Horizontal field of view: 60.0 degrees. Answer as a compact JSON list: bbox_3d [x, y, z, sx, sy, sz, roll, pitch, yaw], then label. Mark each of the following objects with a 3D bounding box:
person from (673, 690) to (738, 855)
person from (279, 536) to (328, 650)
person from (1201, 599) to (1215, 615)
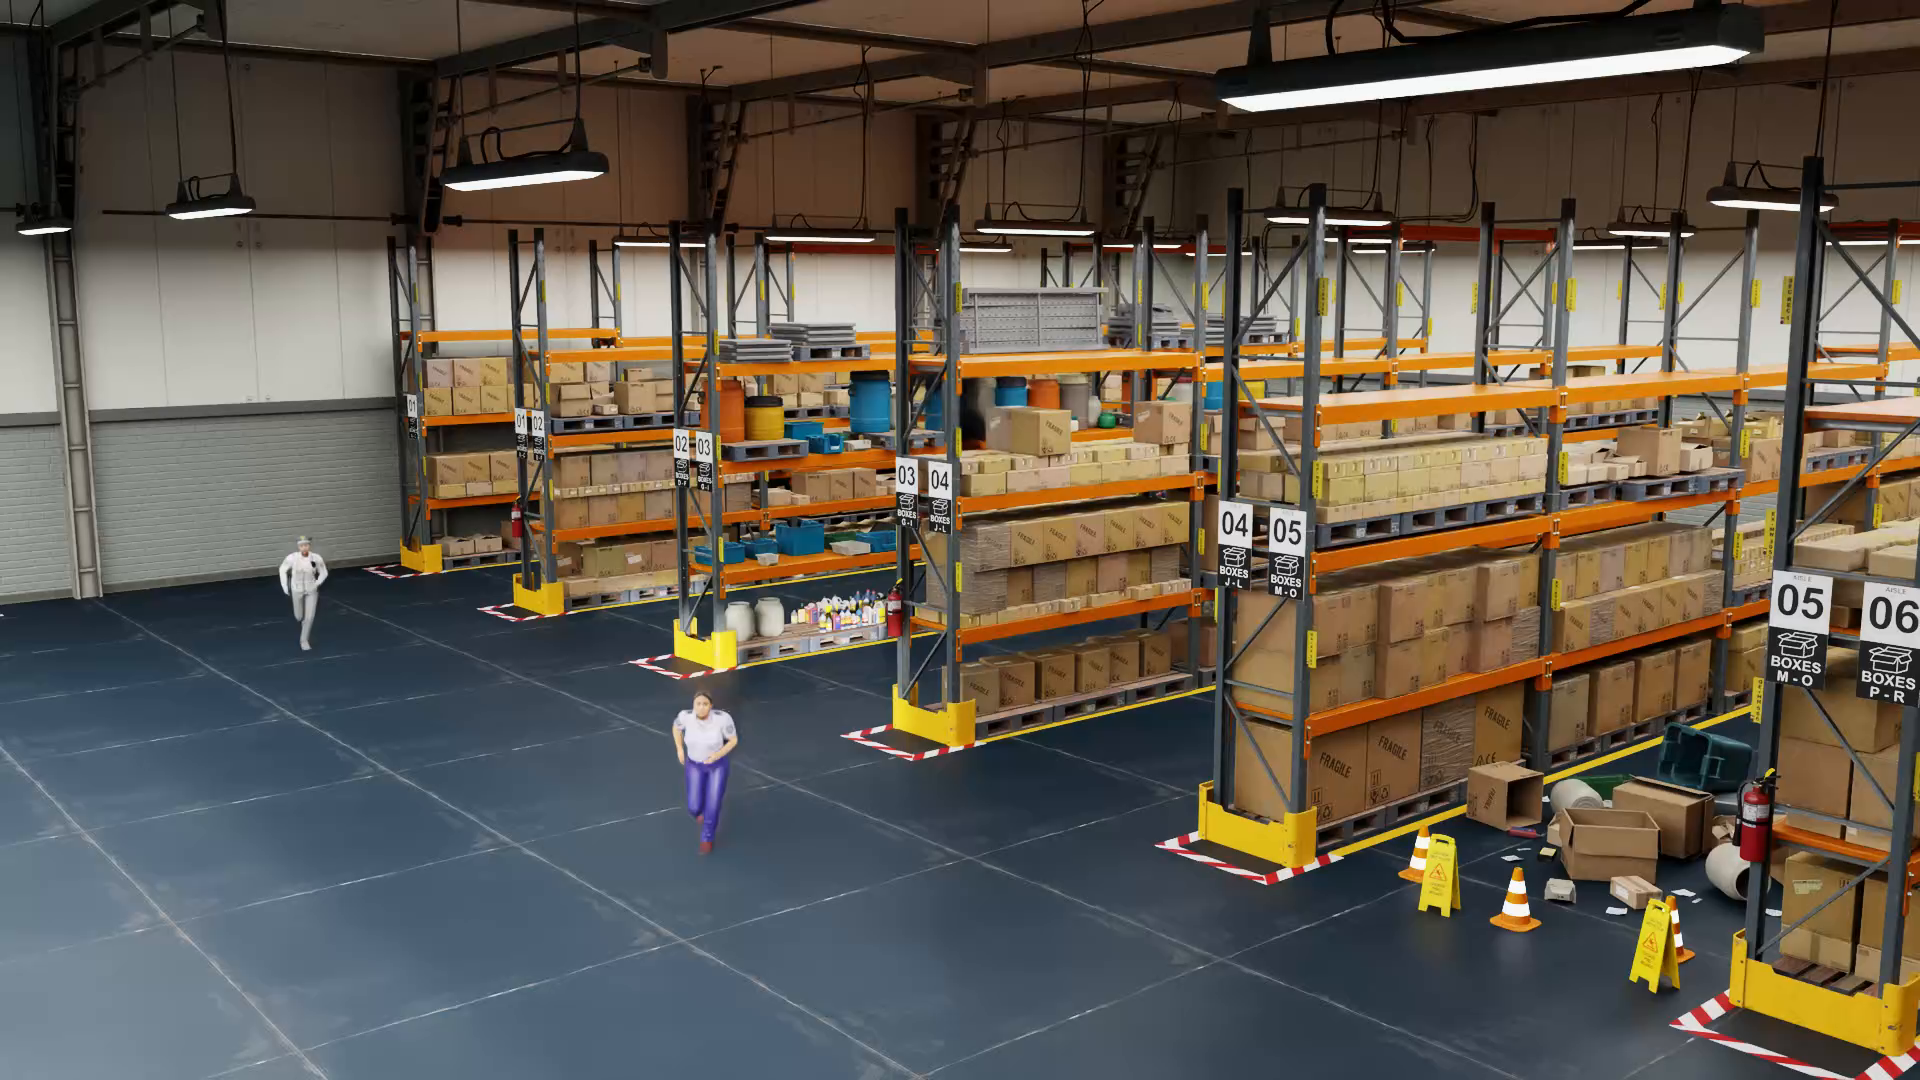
[{"bbox_3d":[-2.320,2.095,15.161,0.596,1.577,0.690,-1,9,-5],"label":"person"},{"bbox_3d":[-9.383,0.731,23.804,0.642,1.653,0.649,-3,9,-18],"label":"person"},{"bbox_3d":[3.596,0.289,24.088,0.654,1.827,0.856,7,11,40],"label":"person"}]
